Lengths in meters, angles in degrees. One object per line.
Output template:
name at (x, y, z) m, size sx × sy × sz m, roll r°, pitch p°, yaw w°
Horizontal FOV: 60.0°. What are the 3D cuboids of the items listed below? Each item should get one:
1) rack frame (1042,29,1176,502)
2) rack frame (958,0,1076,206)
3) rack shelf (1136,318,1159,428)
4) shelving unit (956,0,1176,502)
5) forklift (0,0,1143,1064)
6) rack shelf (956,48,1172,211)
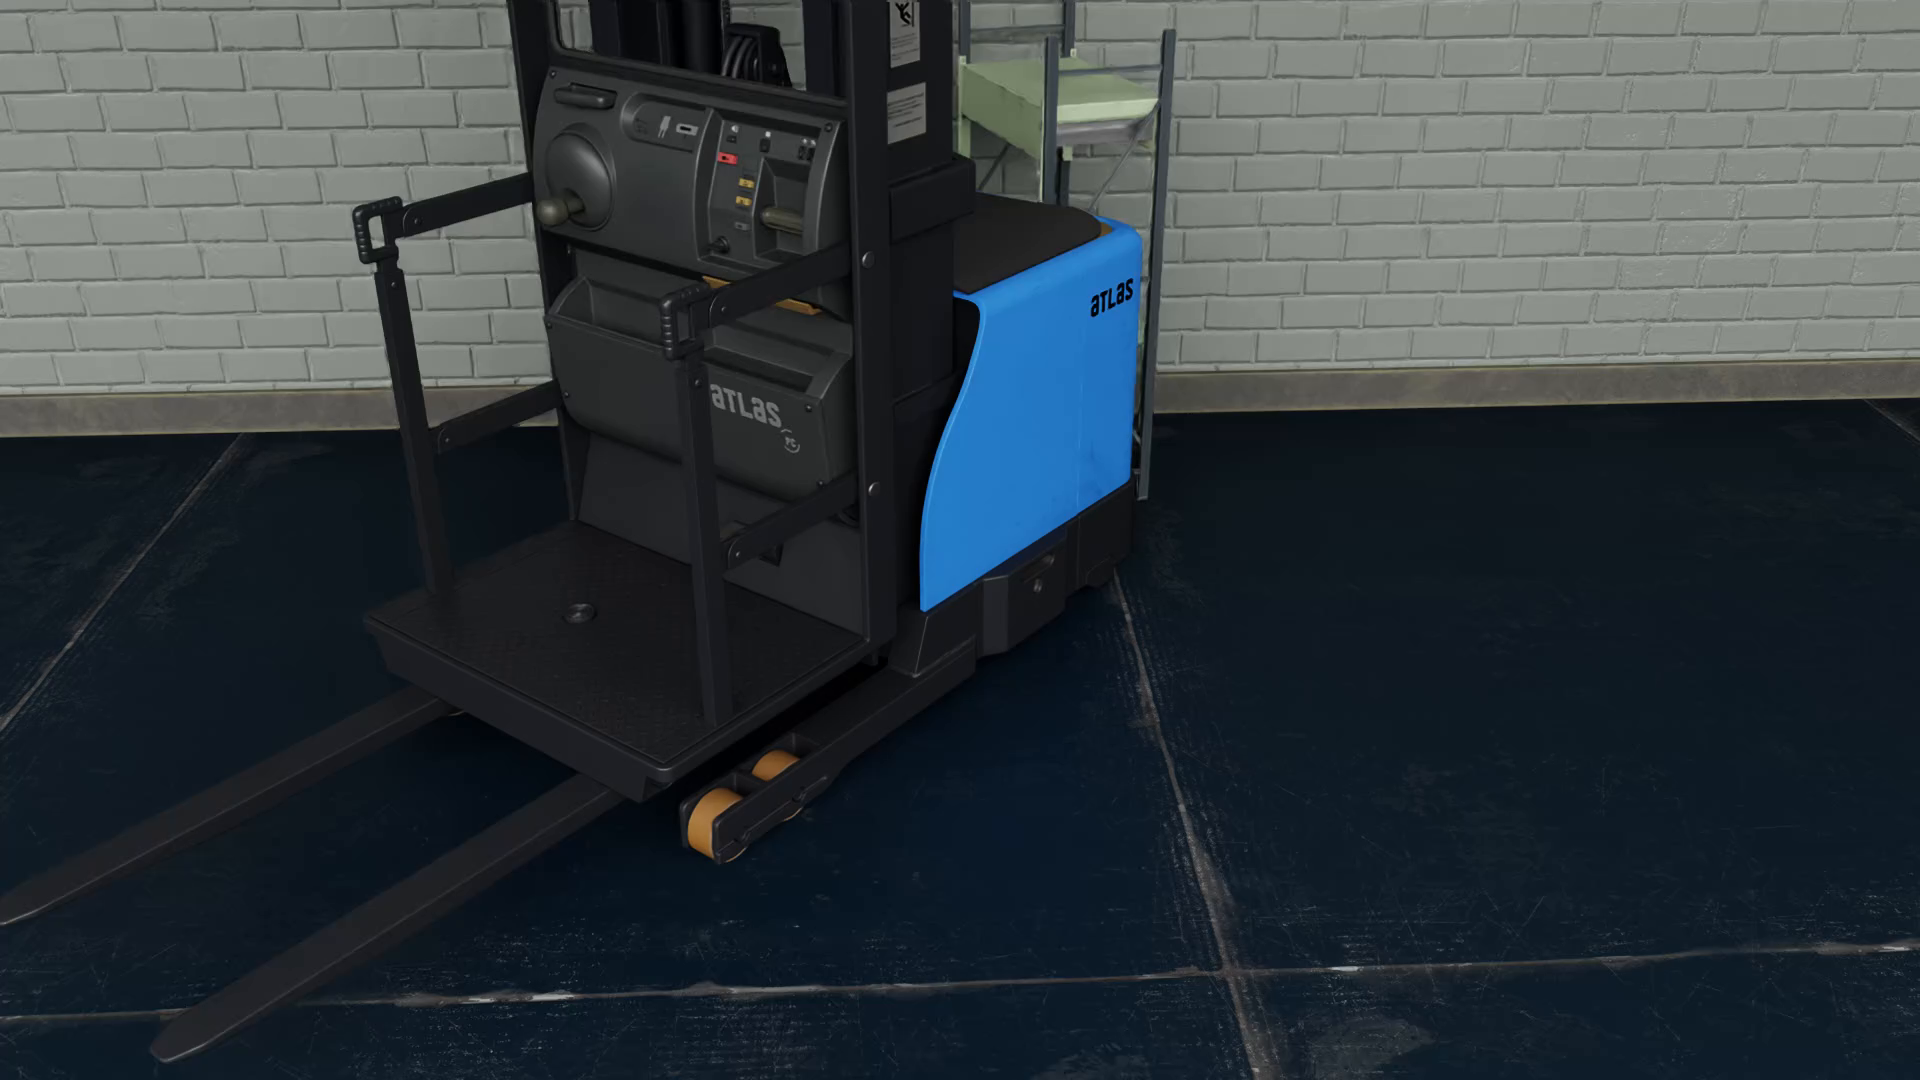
rack frame at (0.430, -0.779, 5.093) m, size 0.400 × 1.500 × 0.023 m, roll -9°, pitch 28°, yaw -18°
rack frame at (0.183, -1.088, 5.709) m, size 0.400 × 1.500 × 0.023 m, roll -9°, pitch 28°, yaw -18°
rack shelf at (0.305, -0.642, 5.547) m, size 0.431 × 0.370 × 0.720 m, roll -9°, pitch 28°, yaw -18°
shelving unit at (0.307, -0.933, 5.401) m, size 0.431 × 1.500 × 0.755 m, roll -9°, pitch 28°, yaw -18°
forklift at (-0.770, -0.816, 3.646) m, size 1.130 × 2.935 × 3.031 m, roll 19°, pitch 33°, yaw 33°
rack shelf at (0.308, -1.283, 5.227) m, size 0.431 × 0.370 × 0.720 m, roll -9°, pitch 28°, yaw -18°
